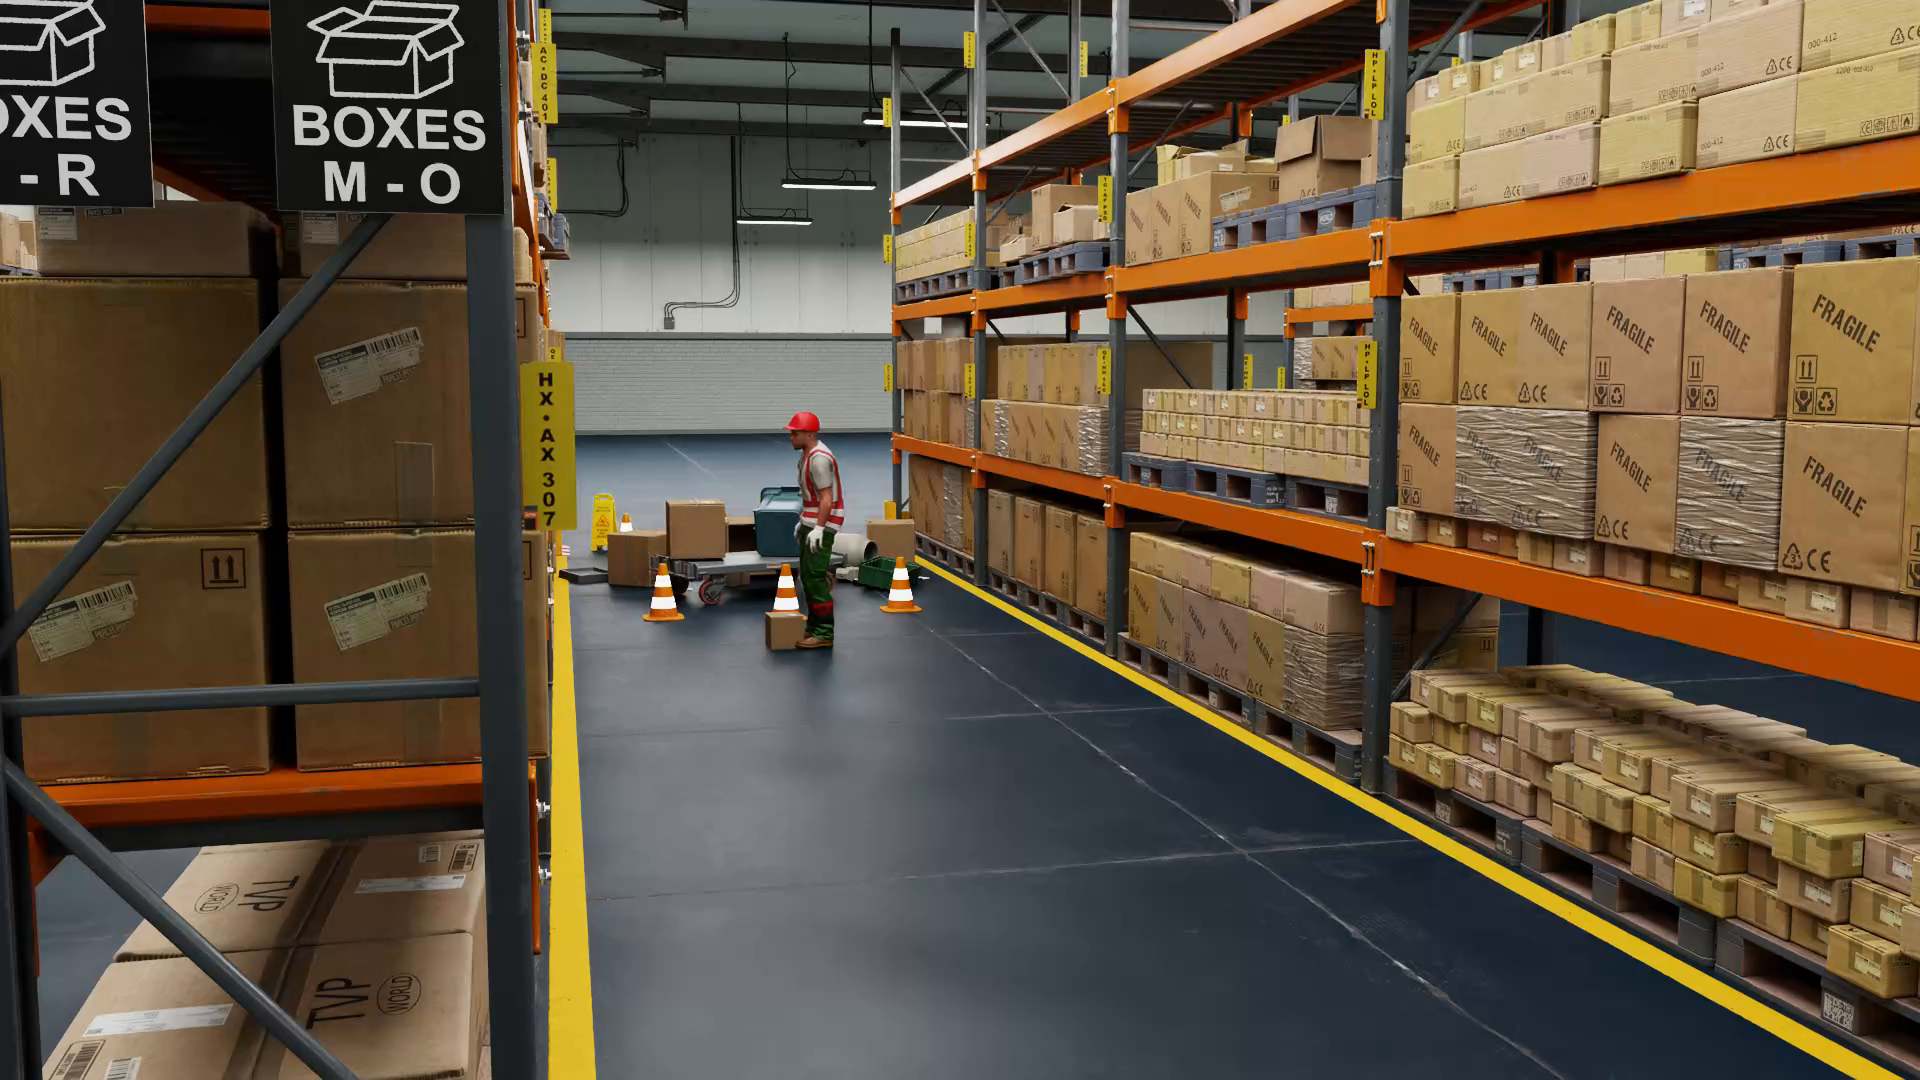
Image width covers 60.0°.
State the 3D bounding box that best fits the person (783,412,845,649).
[{"bbox_3d":[-1.113,-0.080,12.572,0.451,1.780,0.623,-2,6,-15],"label":"person"}]
